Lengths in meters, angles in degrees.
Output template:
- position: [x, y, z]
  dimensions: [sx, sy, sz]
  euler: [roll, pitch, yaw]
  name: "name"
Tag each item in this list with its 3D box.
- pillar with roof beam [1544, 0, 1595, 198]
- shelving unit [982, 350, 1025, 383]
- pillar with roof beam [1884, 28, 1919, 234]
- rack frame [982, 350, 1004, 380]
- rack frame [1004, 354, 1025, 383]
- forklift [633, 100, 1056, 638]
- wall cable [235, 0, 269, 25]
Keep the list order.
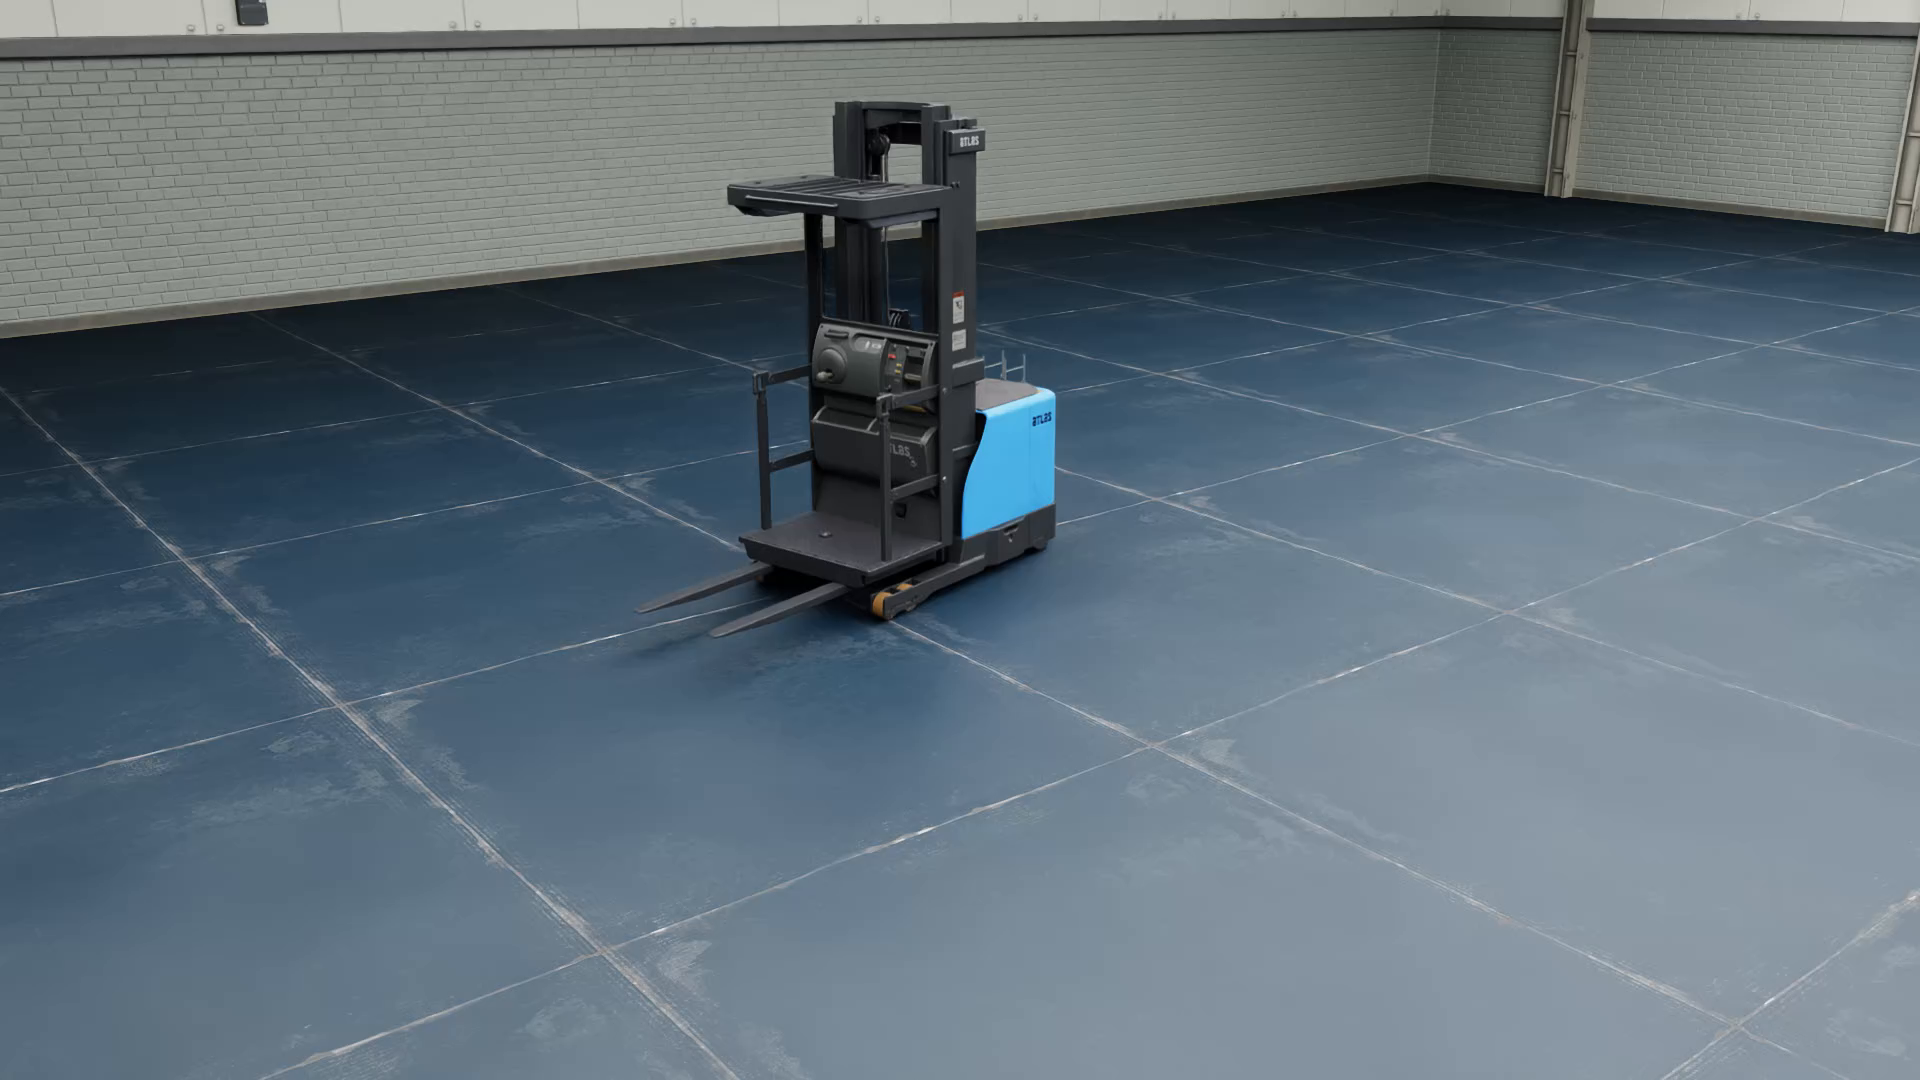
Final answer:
- position: [7.517, -9.693, 26.320]
  dimensions: [9.100, 9.000, 0.400]
  euler: [-14, 23, -36]
  name: "pillar with roof beam"
- position: [0.299, -0.696, 11.554]
  dimensions: [0.189, 1.200, 0.258]
  euler: [14, 23, 36]
  name: "shelving unit"
- position: [11.242, -8.215, 21.855]
  dimensions: [9.100, 9.000, 0.400]
  euler: [-14, 23, -36]
  name: "pillar with roof beam"
- position: [0.228, -0.713, 11.608]
  dimensions: [0.006, 1.200, 0.240]
  euler: [14, 23, 36]
  name: "rack frame"
- position: [0.371, -0.678, 11.501]
  dimensions: [0.006, 1.200, 0.240]
  euler: [14, 23, 36]
  name: "rack frame"
- position: [-0.661, -1.090, 9.991]
  dimensions: [1.130, 2.935, 3.031]
  euler: [14, 23, 36]
  name: "forklift"
- position: [-7.142, -8.833, 18.312]
  dimensions: [2.305, 6.003, 0.169]
  euler: [-14, 23, -36]
  name: "wall cable"
